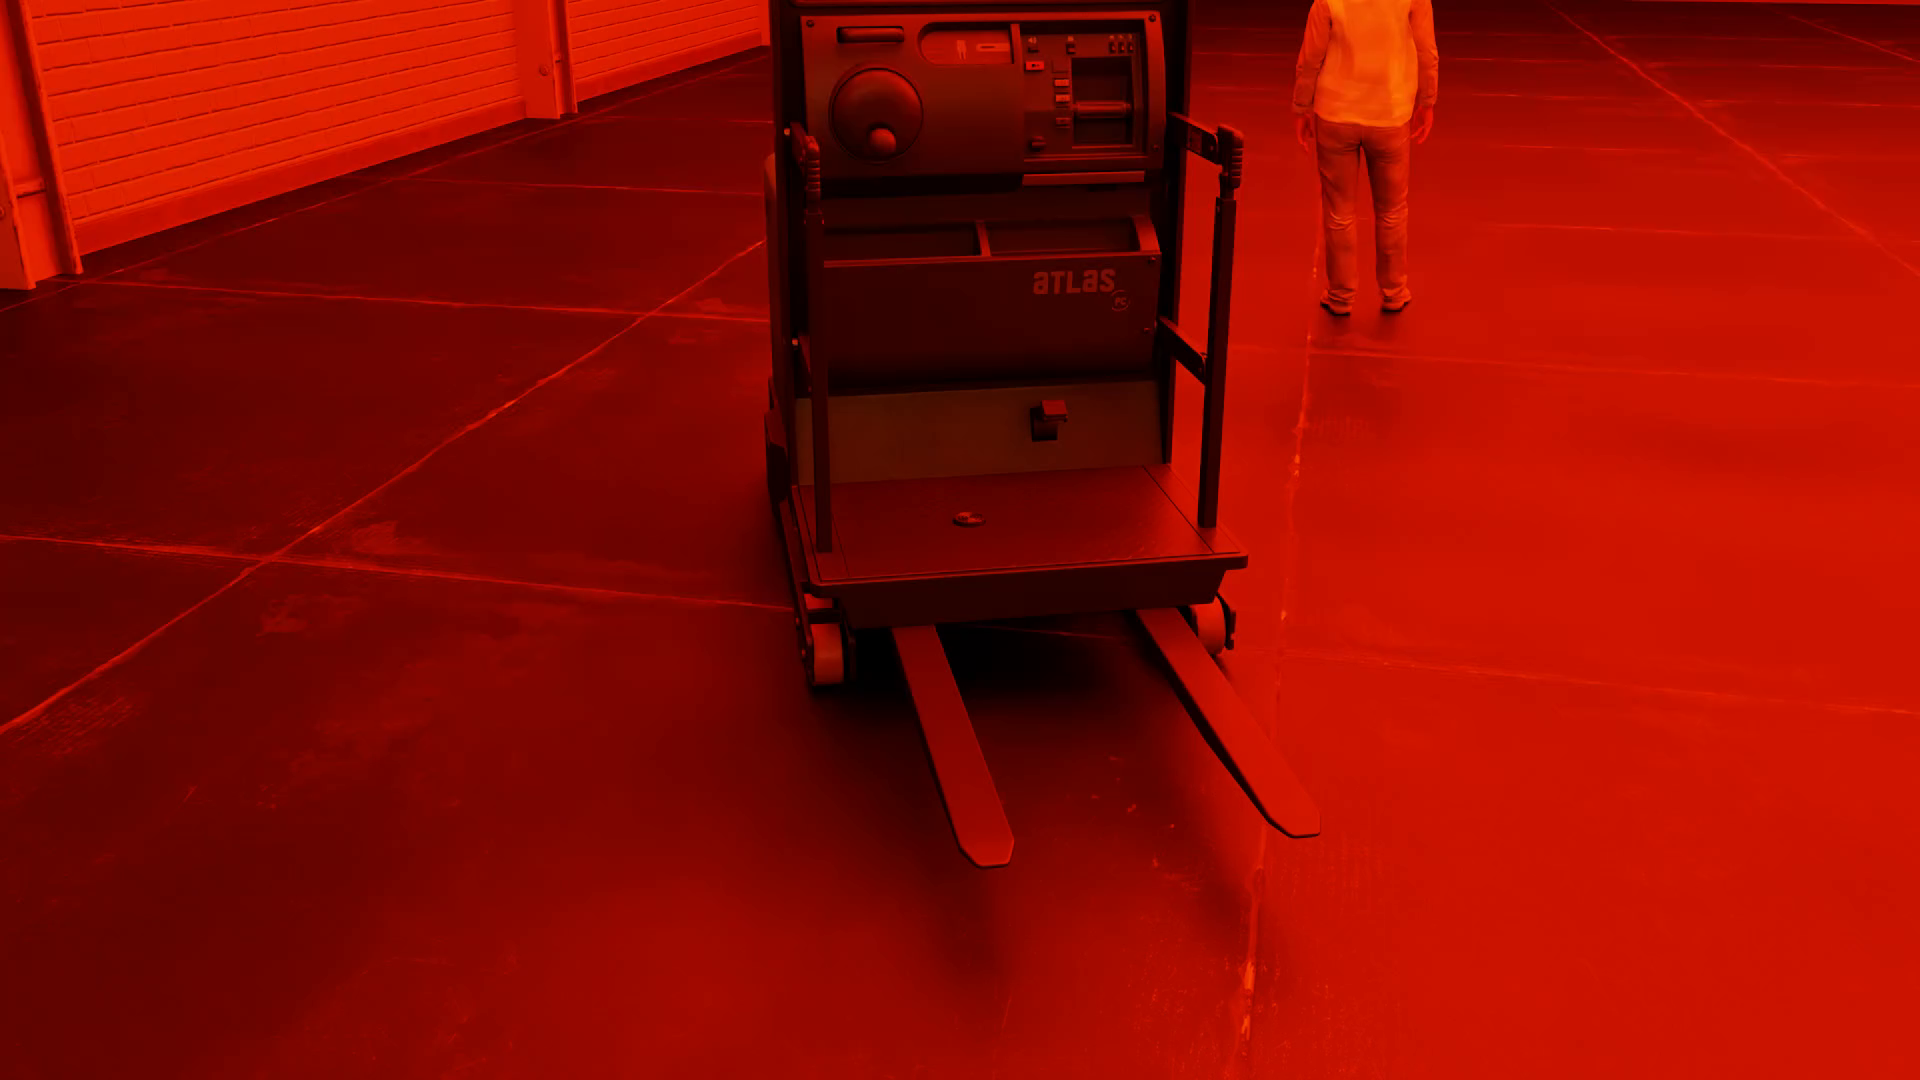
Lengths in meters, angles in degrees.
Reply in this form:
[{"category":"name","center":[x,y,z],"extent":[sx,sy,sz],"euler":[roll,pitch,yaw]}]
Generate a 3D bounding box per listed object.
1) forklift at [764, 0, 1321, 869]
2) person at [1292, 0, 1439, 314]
[{"category":"forklift","center":[0.104,-1.131,4.040],"extent":[1.130,2.935,3.031],"euler":[-4,22,-9]},{"category":"person","center":[1.806,-1.907,7.457],"extent":[0.632,1.773,0.569],"euler":[4,22,9]}]
